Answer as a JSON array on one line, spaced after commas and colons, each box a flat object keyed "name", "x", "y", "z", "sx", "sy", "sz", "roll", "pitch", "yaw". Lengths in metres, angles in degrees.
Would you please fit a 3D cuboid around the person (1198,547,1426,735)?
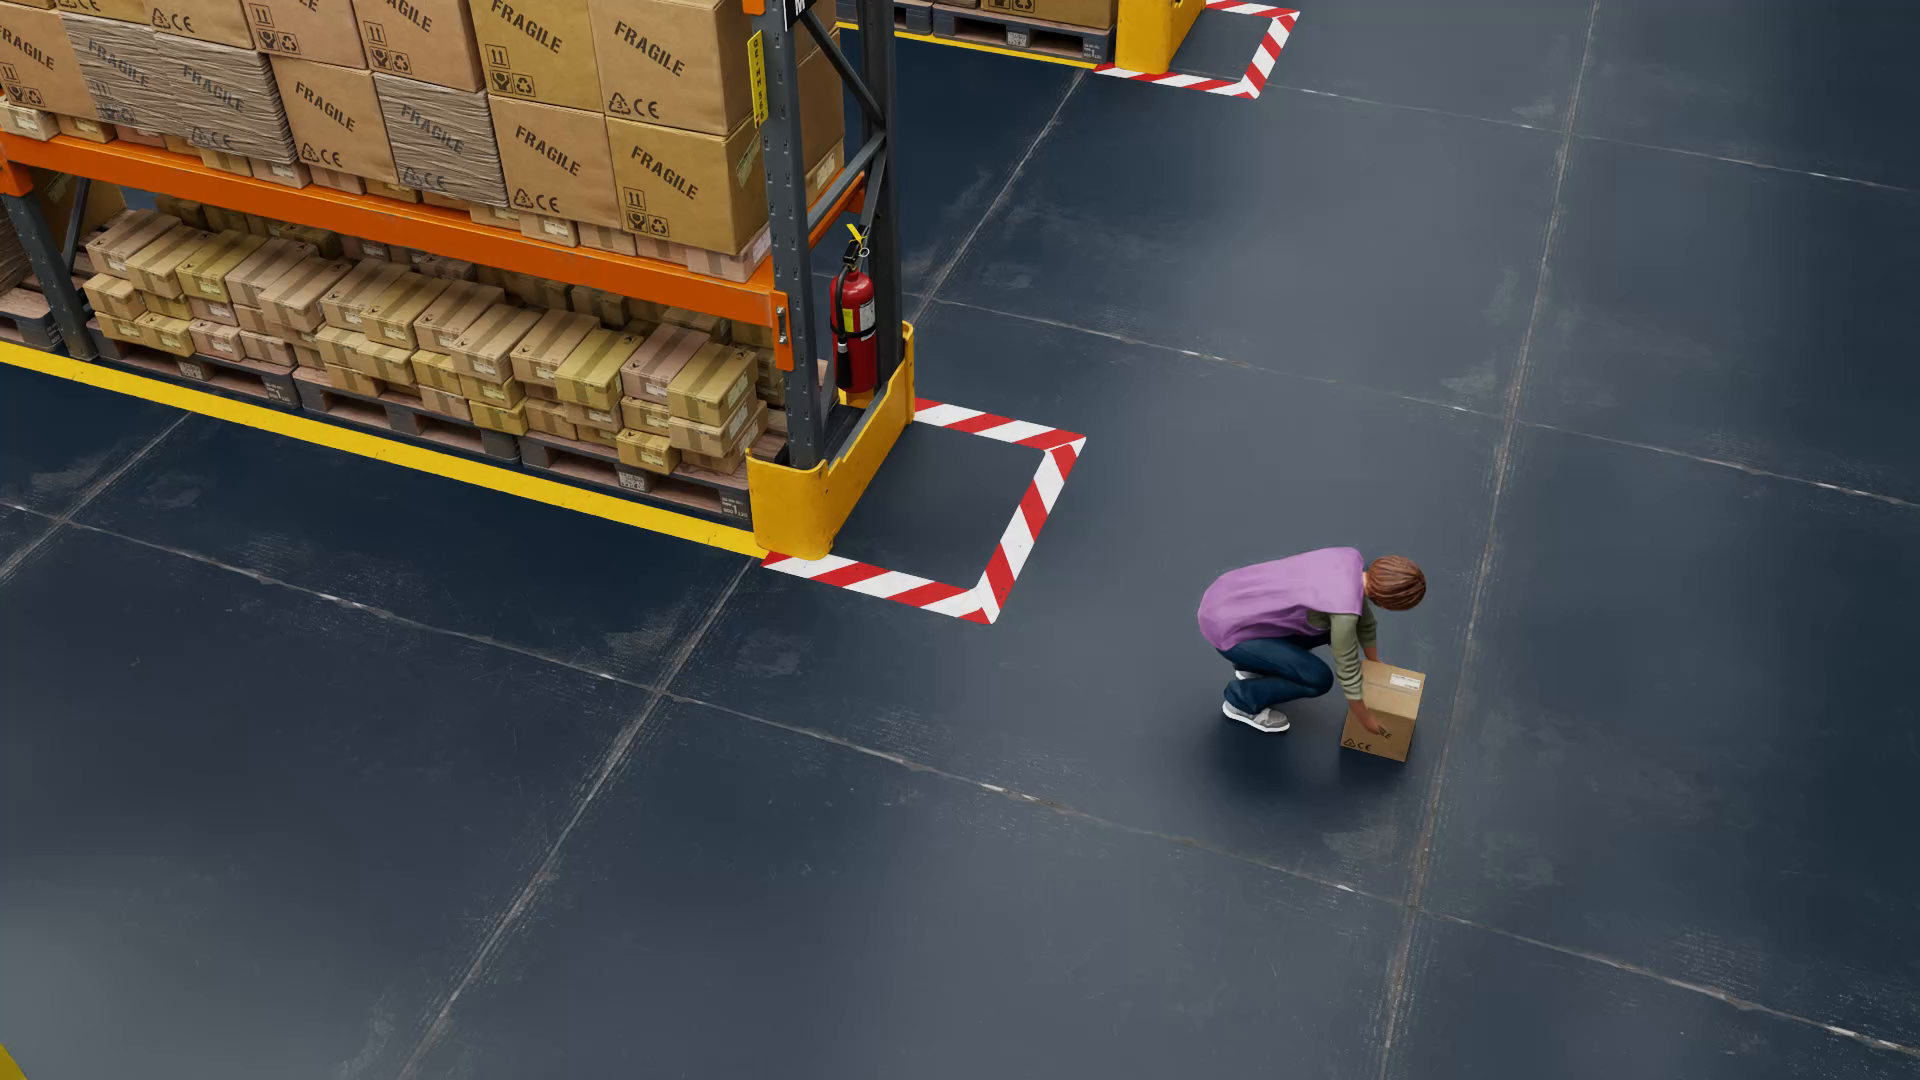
[{"name": "person", "x": 1.311, "y": 0.352, "z": 6.353, "sx": 0.802, "sy": 0.829, "sz": 0.439, "roll": 14, "pitch": 44, "yaw": 15}]
